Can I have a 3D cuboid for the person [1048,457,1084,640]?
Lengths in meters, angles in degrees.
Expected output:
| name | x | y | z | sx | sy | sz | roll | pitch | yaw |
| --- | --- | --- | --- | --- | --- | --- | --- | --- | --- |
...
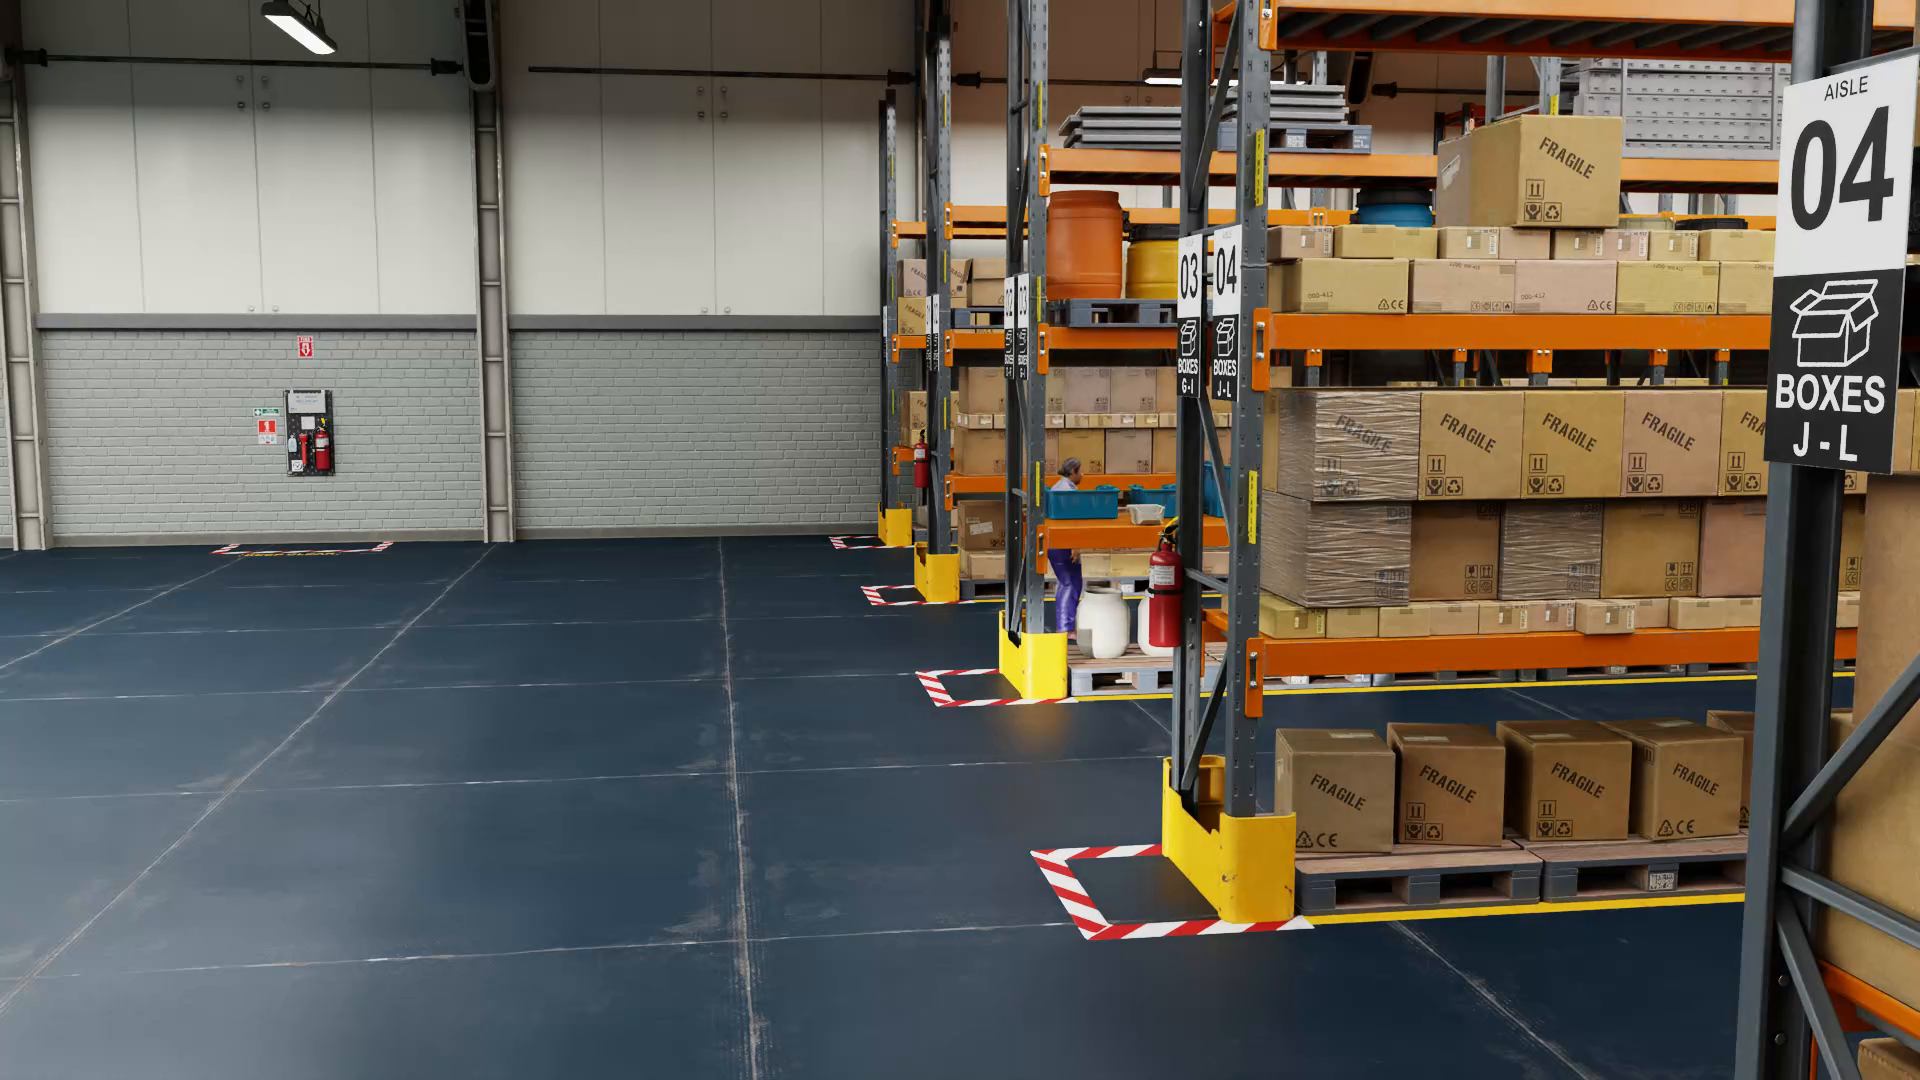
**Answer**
| name | x | y | z | sx | sy | sz | roll | pitch | yaw |
| --- | --- | --- | --- | --- | --- | --- | --- | --- | --- |
| person | 0.996 | 0.068 | 15.295 | 0.425 | 1.650 | 0.549 | -1 | 7 | -11 |
